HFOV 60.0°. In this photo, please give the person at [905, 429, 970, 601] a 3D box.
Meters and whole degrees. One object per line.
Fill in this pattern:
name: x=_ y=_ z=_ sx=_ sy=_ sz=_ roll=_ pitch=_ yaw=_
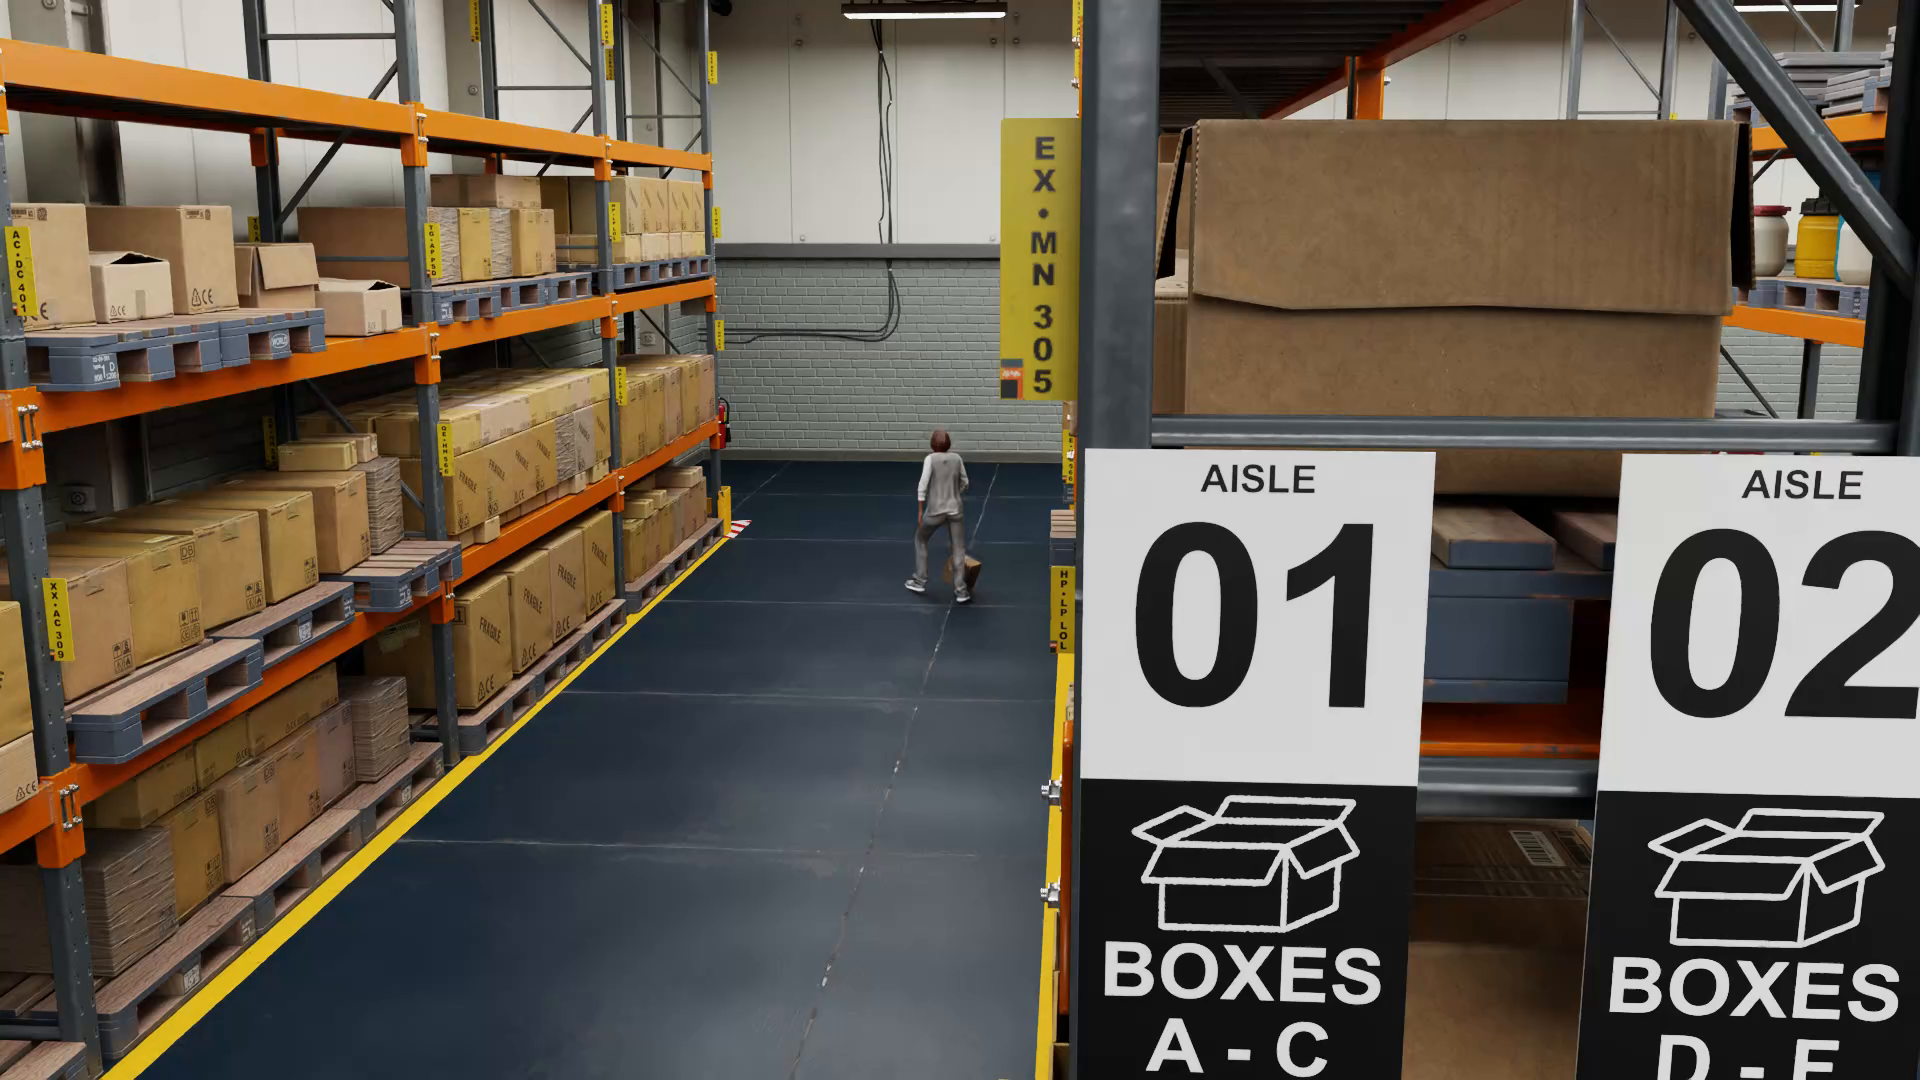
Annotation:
person: x=-0.167 y=-0.237 z=15.253 sx=0.559 sy=1.547 sz=0.709 roll=-3 pitch=11 yaw=-14
